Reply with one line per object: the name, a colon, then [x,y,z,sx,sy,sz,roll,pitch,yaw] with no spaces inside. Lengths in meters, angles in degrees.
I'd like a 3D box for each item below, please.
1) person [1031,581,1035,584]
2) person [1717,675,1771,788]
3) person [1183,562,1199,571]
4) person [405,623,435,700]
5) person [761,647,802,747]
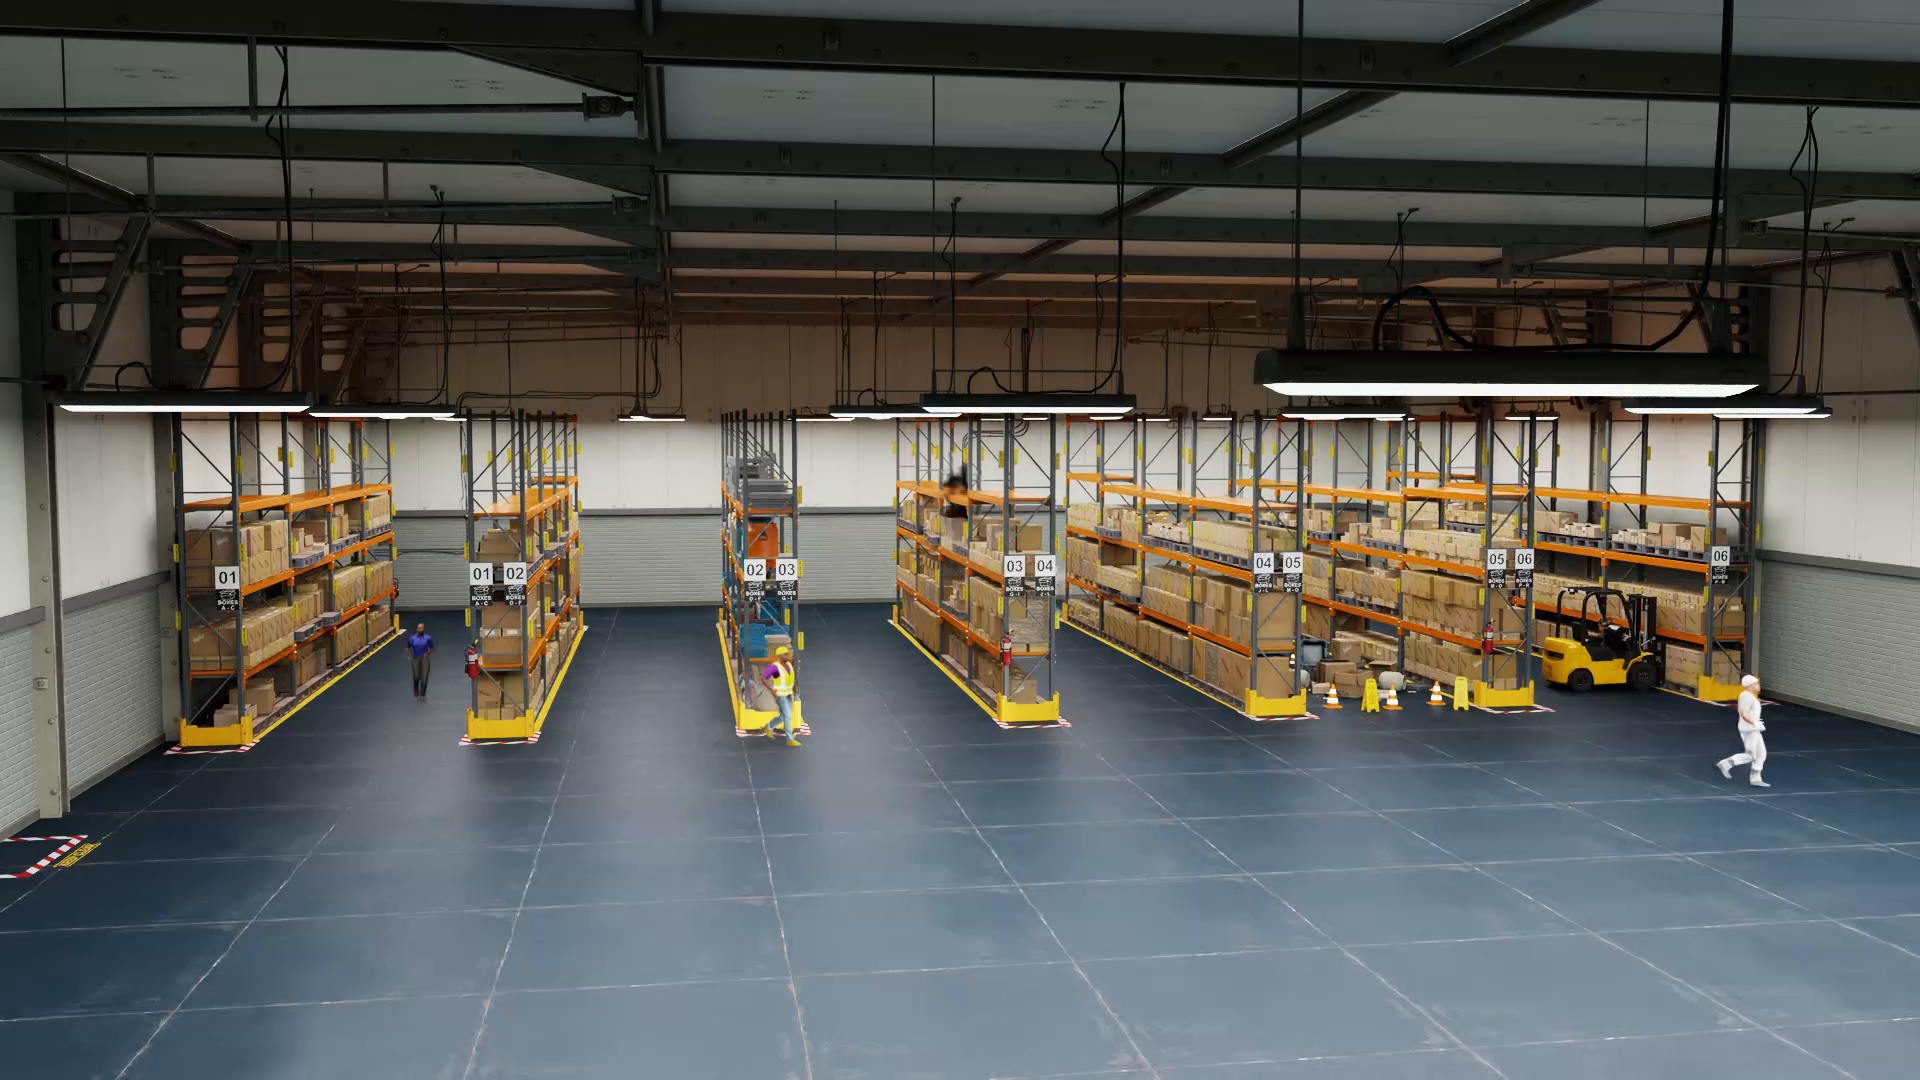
person: [2.025,1.495,48.658,0.809,1.786,0.773,3,5,35]
person: [12.426,3.014,26.308,0.783,1.763,0.662,2,5,29]
person: [6.935,1.312,50.494,0.891,1.796,0.700,0,4,-3]
person: [-11.129,2.521,34.307,0.573,1.609,0.556,-1,4,-20]
person: [-3.181,2.772,29.684,0.896,1.755,0.707,2,5,30]
